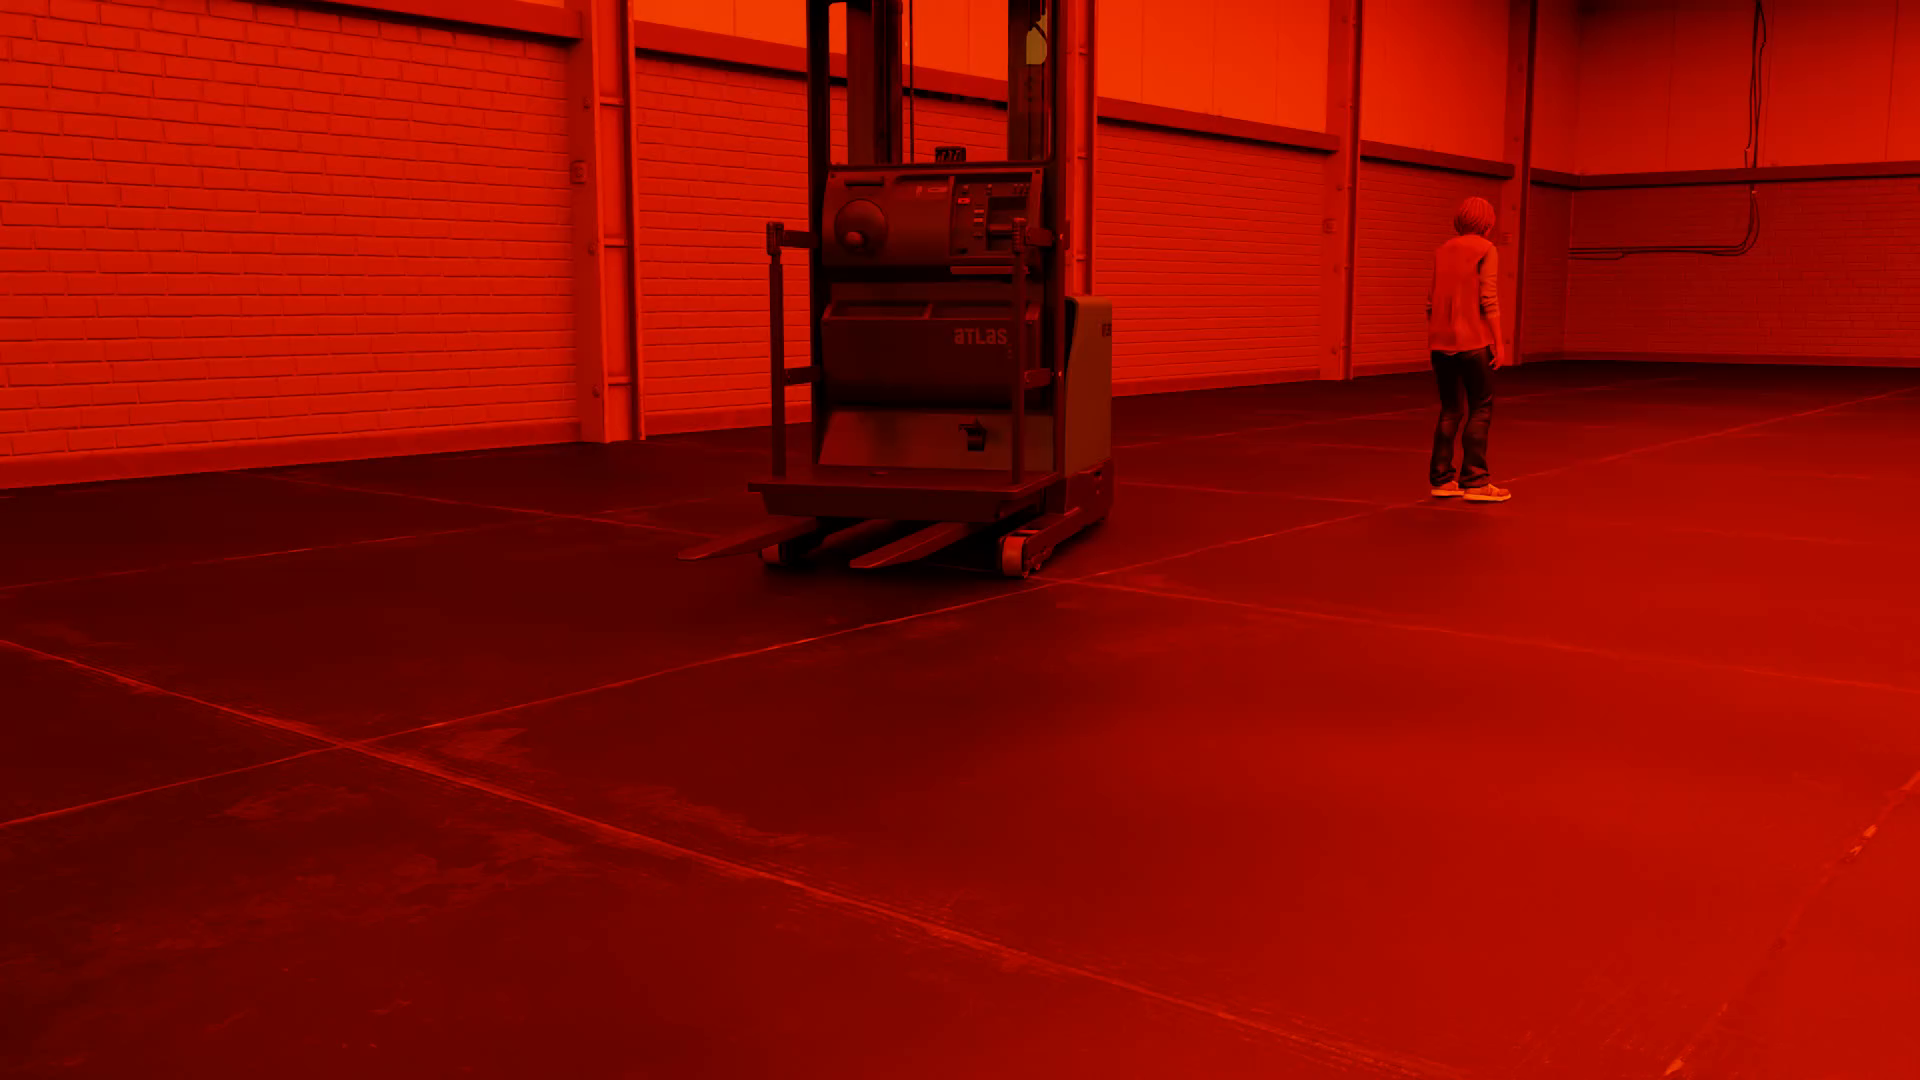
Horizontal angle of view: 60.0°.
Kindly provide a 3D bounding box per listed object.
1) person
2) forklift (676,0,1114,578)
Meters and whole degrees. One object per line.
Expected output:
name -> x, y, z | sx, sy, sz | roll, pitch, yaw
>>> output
person -> 2.676, -1.011, 8.819 | 0.344, 1.593, 0.485 | -5, 10, -31
forklift -> -0.176, -1.366, 6.616 | 1.130, 2.935, 3.031 | 3, 9, 17
